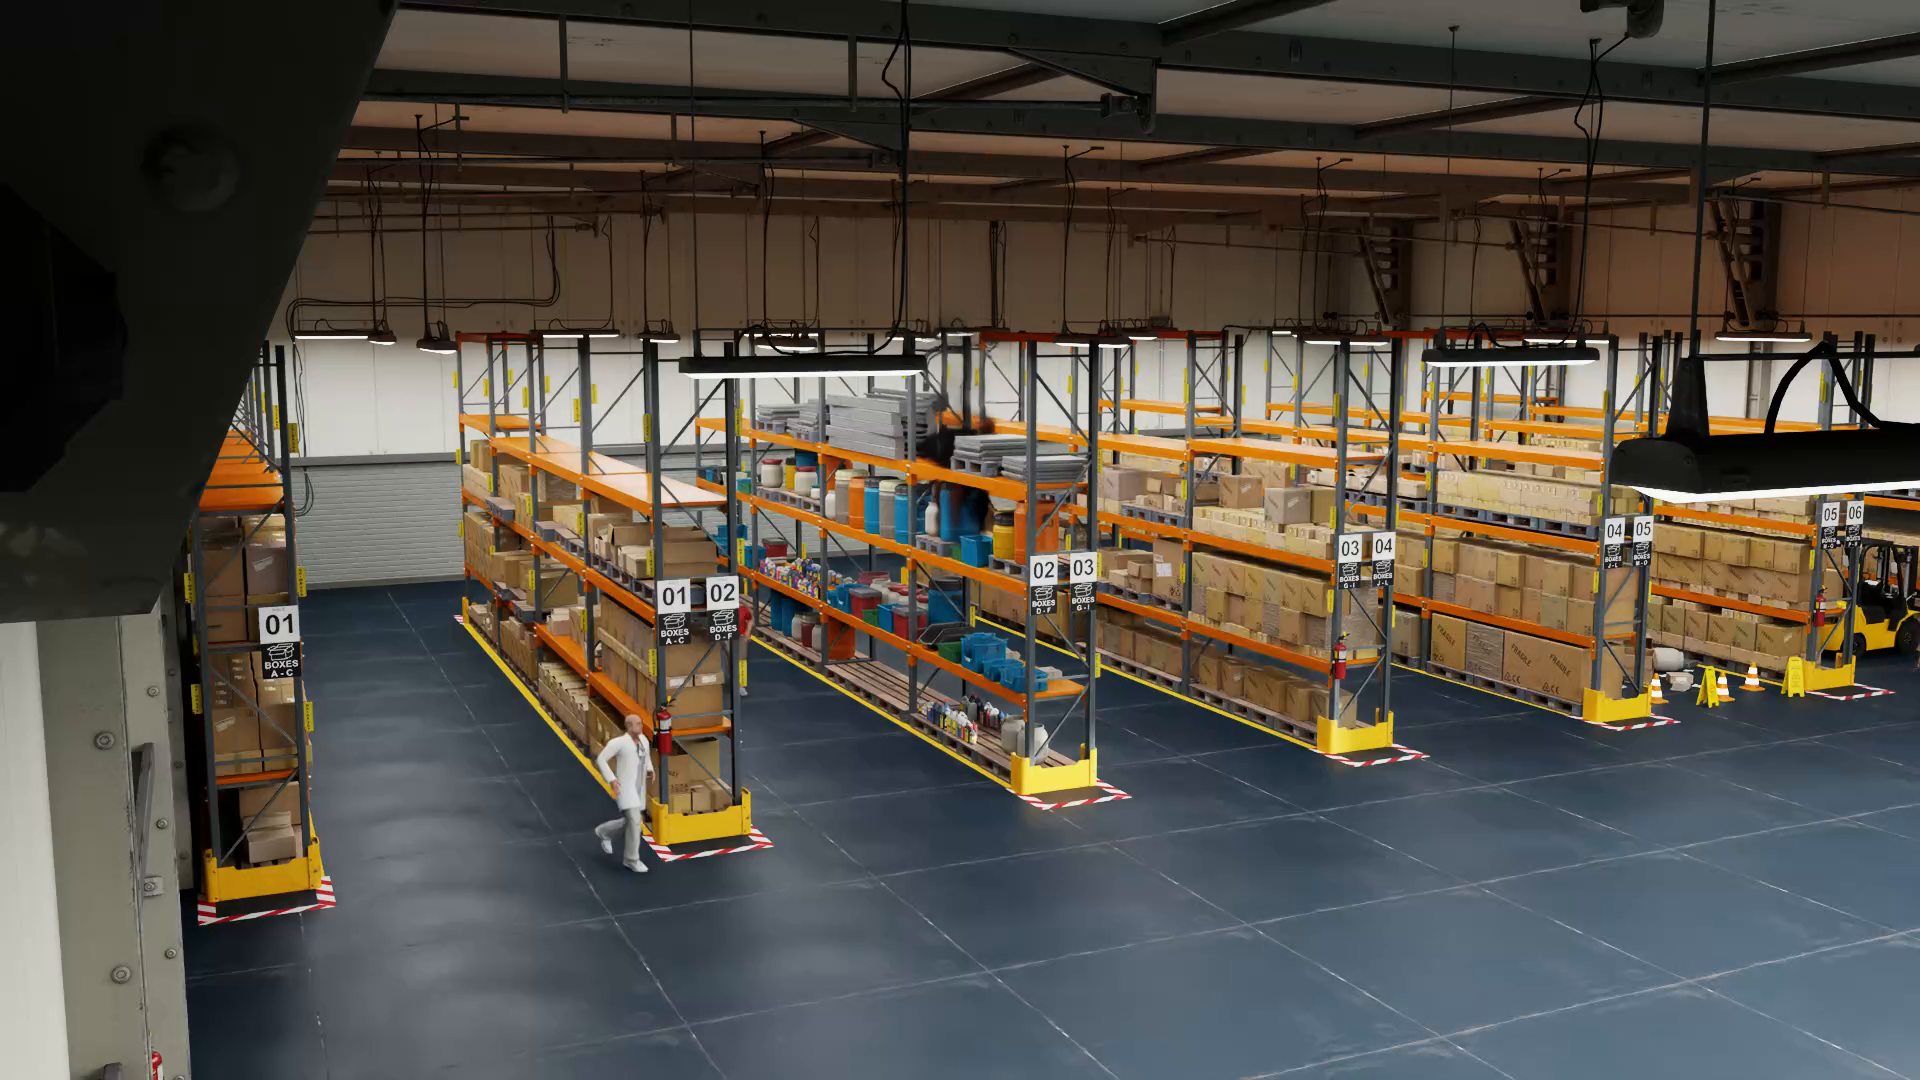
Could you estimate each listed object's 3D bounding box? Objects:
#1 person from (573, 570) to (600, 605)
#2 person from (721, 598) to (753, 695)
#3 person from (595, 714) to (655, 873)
[{"bbox_3d":[-7.813,0.836,34.824,0.655,1.664,0.770,-7,11,-44],"label":"person"},{"bbox_3d":[-3.824,1.723,28.122,0.688,1.716,0.818,-4,9,-25],"label":"person"},{"bbox_3d":[-3.859,2.898,19.303,0.905,1.768,0.749,5,9,31],"label":"person"}]
